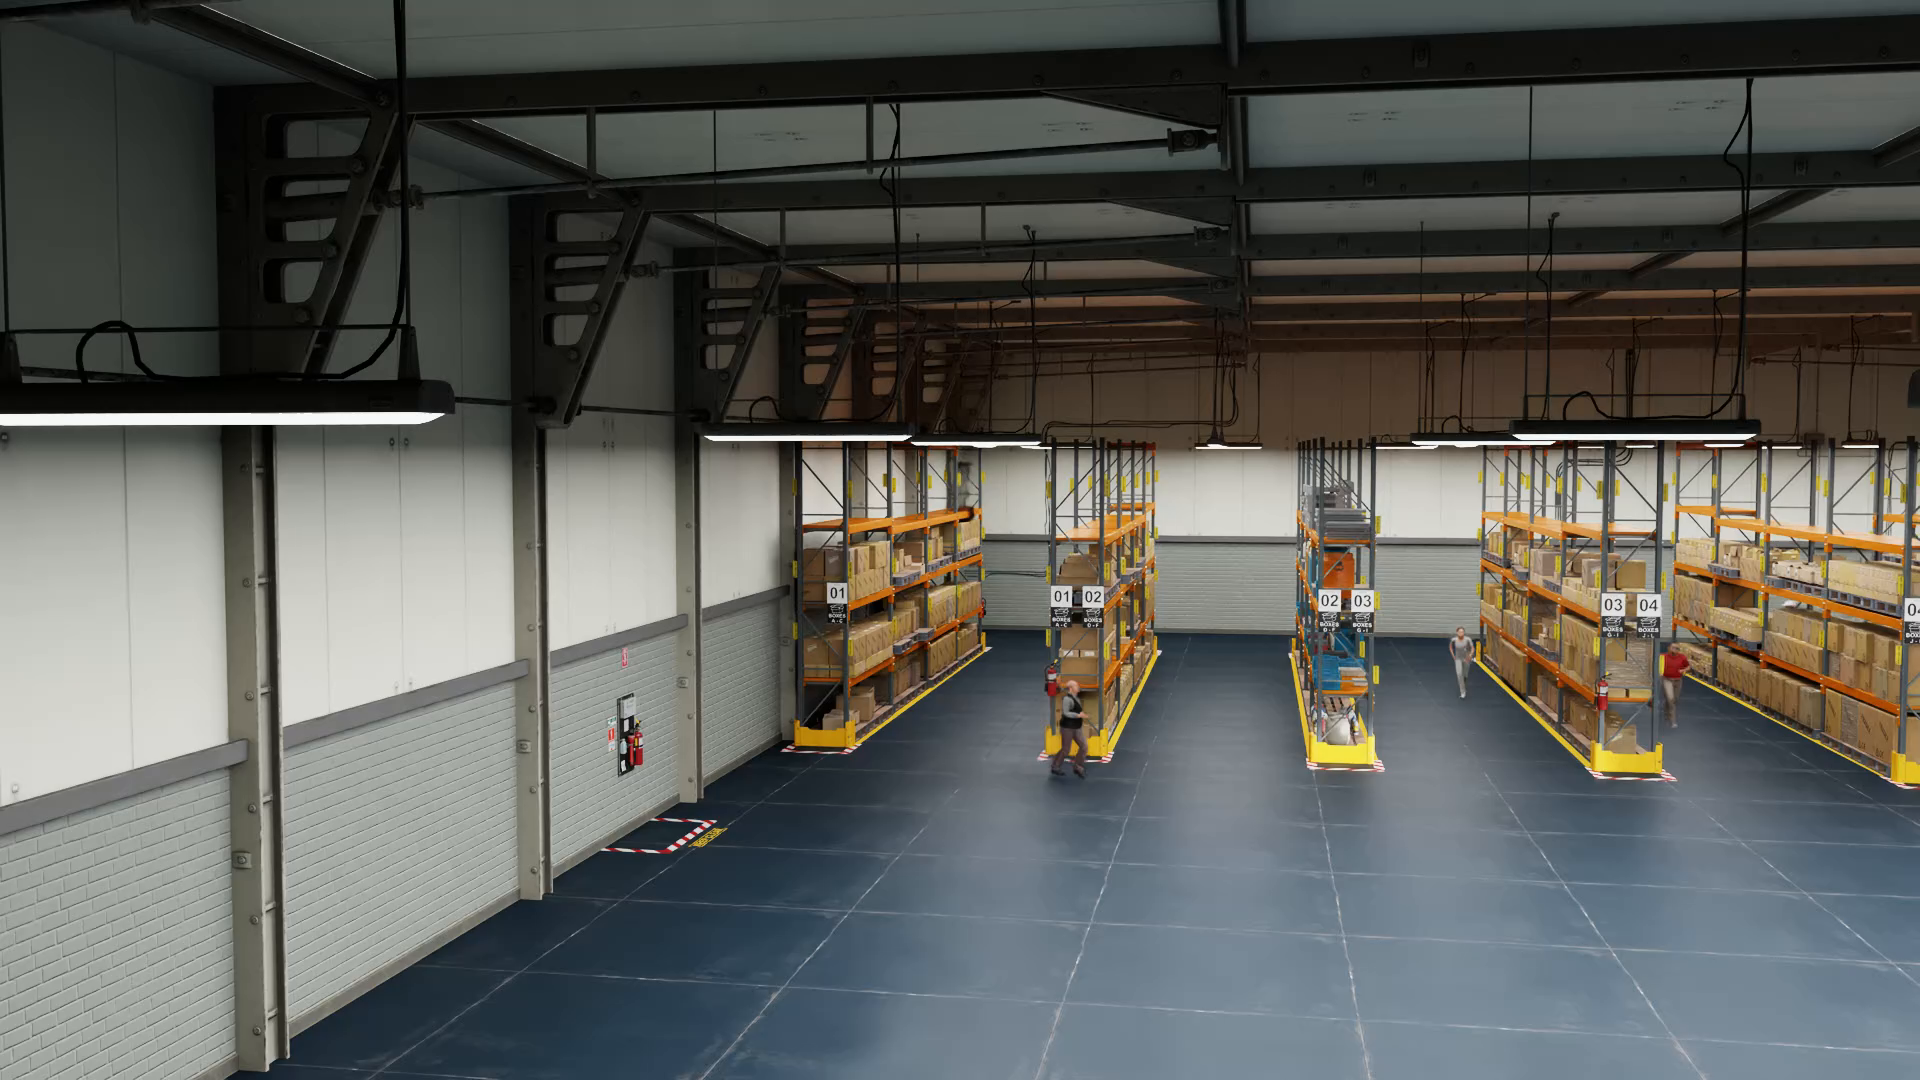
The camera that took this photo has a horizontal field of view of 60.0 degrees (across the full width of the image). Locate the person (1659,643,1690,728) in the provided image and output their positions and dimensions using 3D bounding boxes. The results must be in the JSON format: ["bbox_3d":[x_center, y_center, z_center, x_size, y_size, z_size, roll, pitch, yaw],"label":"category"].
[{"bbox_3d":[14.960,3.040,34.916,0.613,1.797,1.016,0,3,1],"label":"person"}]

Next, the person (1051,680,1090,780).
[{"bbox_3d":[1.939,3.338,29.082,0.766,1.780,0.637,2,3,30],"label":"person"}]

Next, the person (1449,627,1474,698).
[{"bbox_3d":[11.795,2.855,39.162,0.541,1.659,0.953,1,3,13],"label":"person"}]

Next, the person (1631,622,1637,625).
[{"bbox_3d":[17.650,2.616,43.963,0.610,1.630,0.722,1,3,19],"label":"person"}]

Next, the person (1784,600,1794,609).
[{"bbox_3d":[22.904,2.501,45.288,0.996,1.711,0.721,0,3,0],"label":"person"}]
